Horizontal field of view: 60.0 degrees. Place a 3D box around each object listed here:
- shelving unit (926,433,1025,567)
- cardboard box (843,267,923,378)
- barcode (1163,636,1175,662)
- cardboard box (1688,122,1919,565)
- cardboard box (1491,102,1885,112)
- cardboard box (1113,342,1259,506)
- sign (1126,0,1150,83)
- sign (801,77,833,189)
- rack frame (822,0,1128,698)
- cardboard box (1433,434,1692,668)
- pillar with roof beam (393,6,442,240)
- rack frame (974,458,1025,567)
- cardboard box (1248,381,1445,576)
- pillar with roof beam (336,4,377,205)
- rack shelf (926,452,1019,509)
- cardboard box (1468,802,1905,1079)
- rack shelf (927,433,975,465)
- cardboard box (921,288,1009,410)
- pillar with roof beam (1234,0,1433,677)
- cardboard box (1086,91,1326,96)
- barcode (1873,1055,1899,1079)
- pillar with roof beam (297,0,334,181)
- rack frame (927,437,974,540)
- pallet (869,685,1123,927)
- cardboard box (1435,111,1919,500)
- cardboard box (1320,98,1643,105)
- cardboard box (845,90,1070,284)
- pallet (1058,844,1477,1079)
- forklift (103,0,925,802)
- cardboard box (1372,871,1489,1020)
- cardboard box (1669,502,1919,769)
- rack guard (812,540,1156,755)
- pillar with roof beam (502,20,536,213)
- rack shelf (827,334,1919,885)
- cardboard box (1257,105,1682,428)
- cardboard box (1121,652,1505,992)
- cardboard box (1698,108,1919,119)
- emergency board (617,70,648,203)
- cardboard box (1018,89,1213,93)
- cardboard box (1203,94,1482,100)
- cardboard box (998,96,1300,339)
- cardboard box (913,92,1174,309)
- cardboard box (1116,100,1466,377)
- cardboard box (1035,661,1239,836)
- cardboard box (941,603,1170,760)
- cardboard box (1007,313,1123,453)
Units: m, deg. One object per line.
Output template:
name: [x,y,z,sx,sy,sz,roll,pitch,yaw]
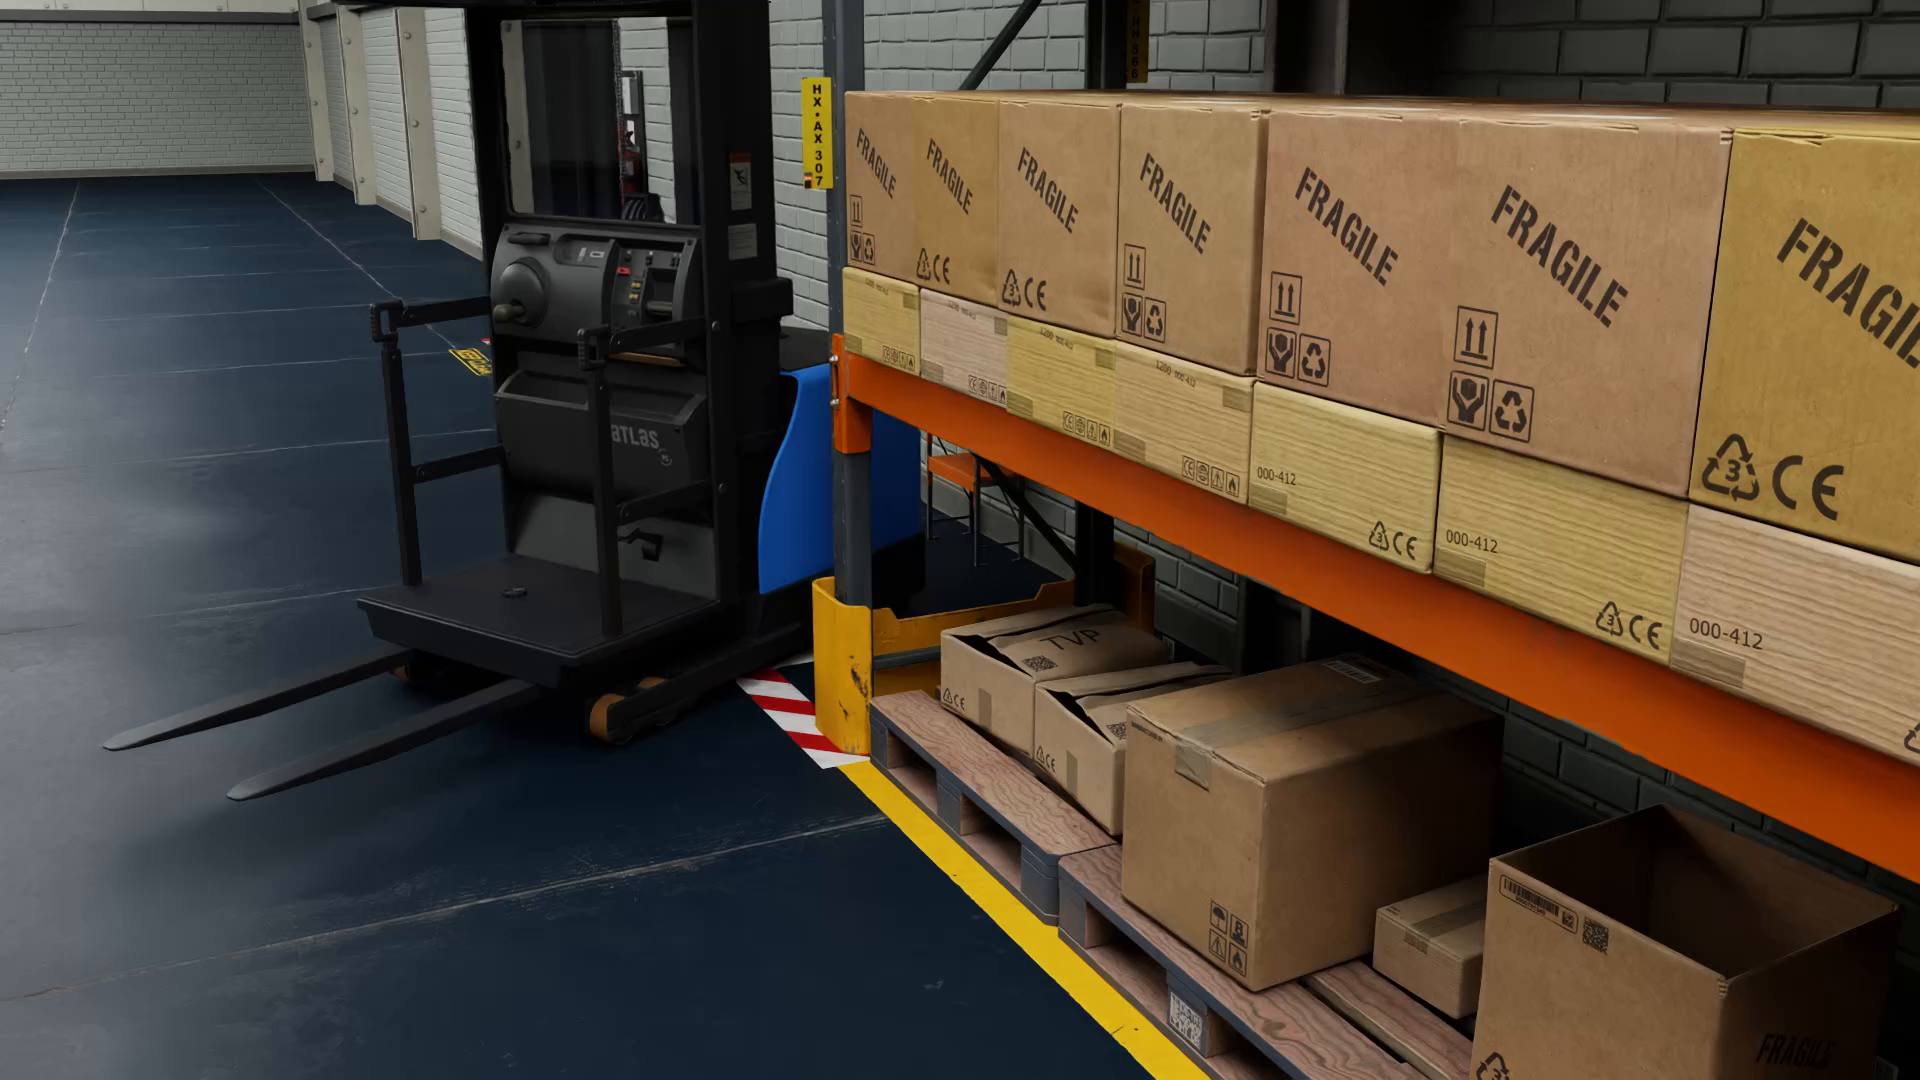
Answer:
shelving unit: [0.066,-0.534,7.438,0.258,1.200,0.503,-8,18,-25]
cardboard box: [-0.011,-0.654,4.828,0.500,0.250,0.500,-8,18,-27]
barcode: [0.650,0.339,5.192,0.001,0.075,0.075,-8,18,-25]
cardboard box: [1.328,-0.262,2.102,0.500,0.500,0.500,-8,18,-25]
cardboard box: [1.358,-0.577,3.200,0.500,0.500,0.500,-7,17,-23]
cardboard box: [0.666,-0.275,3.505,0.500,0.250,0.500,-7,18,-24]
sign: [0.568,-1.647,5.379,0.100,0.325,0.005,-8,18,-25]
sign: [-0.427,-1.227,5.018,0.100,0.325,0.005,-8,18,-25]
rack frame: [0.060,-0.876,5.366,1.000,3.000,0.127,-8,18,-25]
cardboard box: [1.122,-0.027,2.643,0.500,0.250,0.500,-8,18,-25]
pillar with roof beam: [-10.611,-7.634,18.038,9.100,9.000,0.400,-8,18,-25]
rack frame: [0.175,-0.474,7.228,0.240,1.200,0.015,-8,18,-25]
cardboard box: [0.888,-0.150,3.071,0.500,0.250,0.500,-8,18,-25]
pillar with roof beam: [-13.239,-9.122,23.222,9.100,9.000,0.400,-8,18,-25]
rack shelf: [0.066,-0.279,7.511,0.258,0.148,0.480,-8,18,-25]
cardboard box: [1.322,0.853,3.074,0.500,0.500,0.500,-9,18,-29]
rack shelf: [0.066,-0.470,7.456,0.258,0.148,0.480,-8,18,-25]
cardboard box: [0.229,-0.527,4.386,0.500,0.250,0.500,-8,18,-27]
pillar with roof beam: [-2.725,-3.171,2.485,9.100,9.000,0.400,-8,18,-25]
cardboard box: [0.670,-0.957,4.523,0.500,0.500,0.500,-7,18,-24]
barcode: [1.710,0.993,3.093,0.001,0.075,0.075,-8,18,-25]
pillar with roof beam: [-15.868,-10.609,28.407,9.100,9.000,0.400,-8,18,-25]
rack frame: [-0.043,-0.595,7.648,0.240,1.200,0.015,-8,18,-25]
pallet: [0.418,0.689,4.968,1.003,0.211,1.213,-8,18,-25]
cardboard box: [1.104,-0.385,2.531,0.500,0.500,0.500,-8,18,-25]
cardboard box: [1.121,-0.704,3.643,0.500,0.500,0.500,-7,18,-24]
cardboard box: [-0.001,-1.019,4.741,0.500,0.500,0.500,-8,18,-25]
pallet: [0.948,0.991,3.915,1.003,0.211,1.213,-8,18,-25]
forklift: [-1.382,-0.889,5.536,1.130,2.935,3.031,11,19,32]
cardboard box: [1.130,0.876,3.633,0.380,0.149,0.250,-9,18,-29]
cardboard box: [1.333,0.097,2.209,0.500,0.250,0.500,-8,18,-25]
rack guard: [0.094,0.344,5.645,1.175,0.500,0.348,-8,18,-25]
pillar with roof beam: [-7.982,-6.146,12.854,9.100,9.000,0.400,-8,18,-25]
rack shelf: [0.937,-0.034,3.737,1.077,0.370,4.000,-8,18,-25]
cardboard box: [0.893,-0.511,2.971,0.500,0.500,0.500,-8,18,-26]
cardboard box: [0.809,0.626,3.867,0.700,0.500,0.500,-9,18,-28]
cardboard box: [1.571,-0.453,2.767,0.500,0.500,0.500,-8,18,-25]
emergency board: [-2.532,-2.912,12.461,0.194,1.169,0.643,-8,18,-25]
cardboard box: [0.458,-1.083,4.963,0.500,0.500,0.500,-8,18,-26]
cardboard box: [0.900,-0.829,4.079,0.500,0.500,0.500,-8,18,-26]
cardboard box: [0.428,-0.767,3.861,0.500,0.500,0.500,-8,18,-27]
cardboard box: [0.207,-0.896,4.310,0.500,0.500,0.500,-8,18,-25]
cardboard box: [0.665,-0.640,3.420,0.500,0.500,0.500,-7,17,-23]
cardboard box: [0.532,0.529,4.548,0.500,0.311,0.500,-6,17,-20]
cardboard box: [0.283,0.387,5.040,0.500,0.311,0.500,-10,19,-31]
cardboard box: [0.447,-0.400,3.943,0.500,0.250,0.500,-8,18,-26]
